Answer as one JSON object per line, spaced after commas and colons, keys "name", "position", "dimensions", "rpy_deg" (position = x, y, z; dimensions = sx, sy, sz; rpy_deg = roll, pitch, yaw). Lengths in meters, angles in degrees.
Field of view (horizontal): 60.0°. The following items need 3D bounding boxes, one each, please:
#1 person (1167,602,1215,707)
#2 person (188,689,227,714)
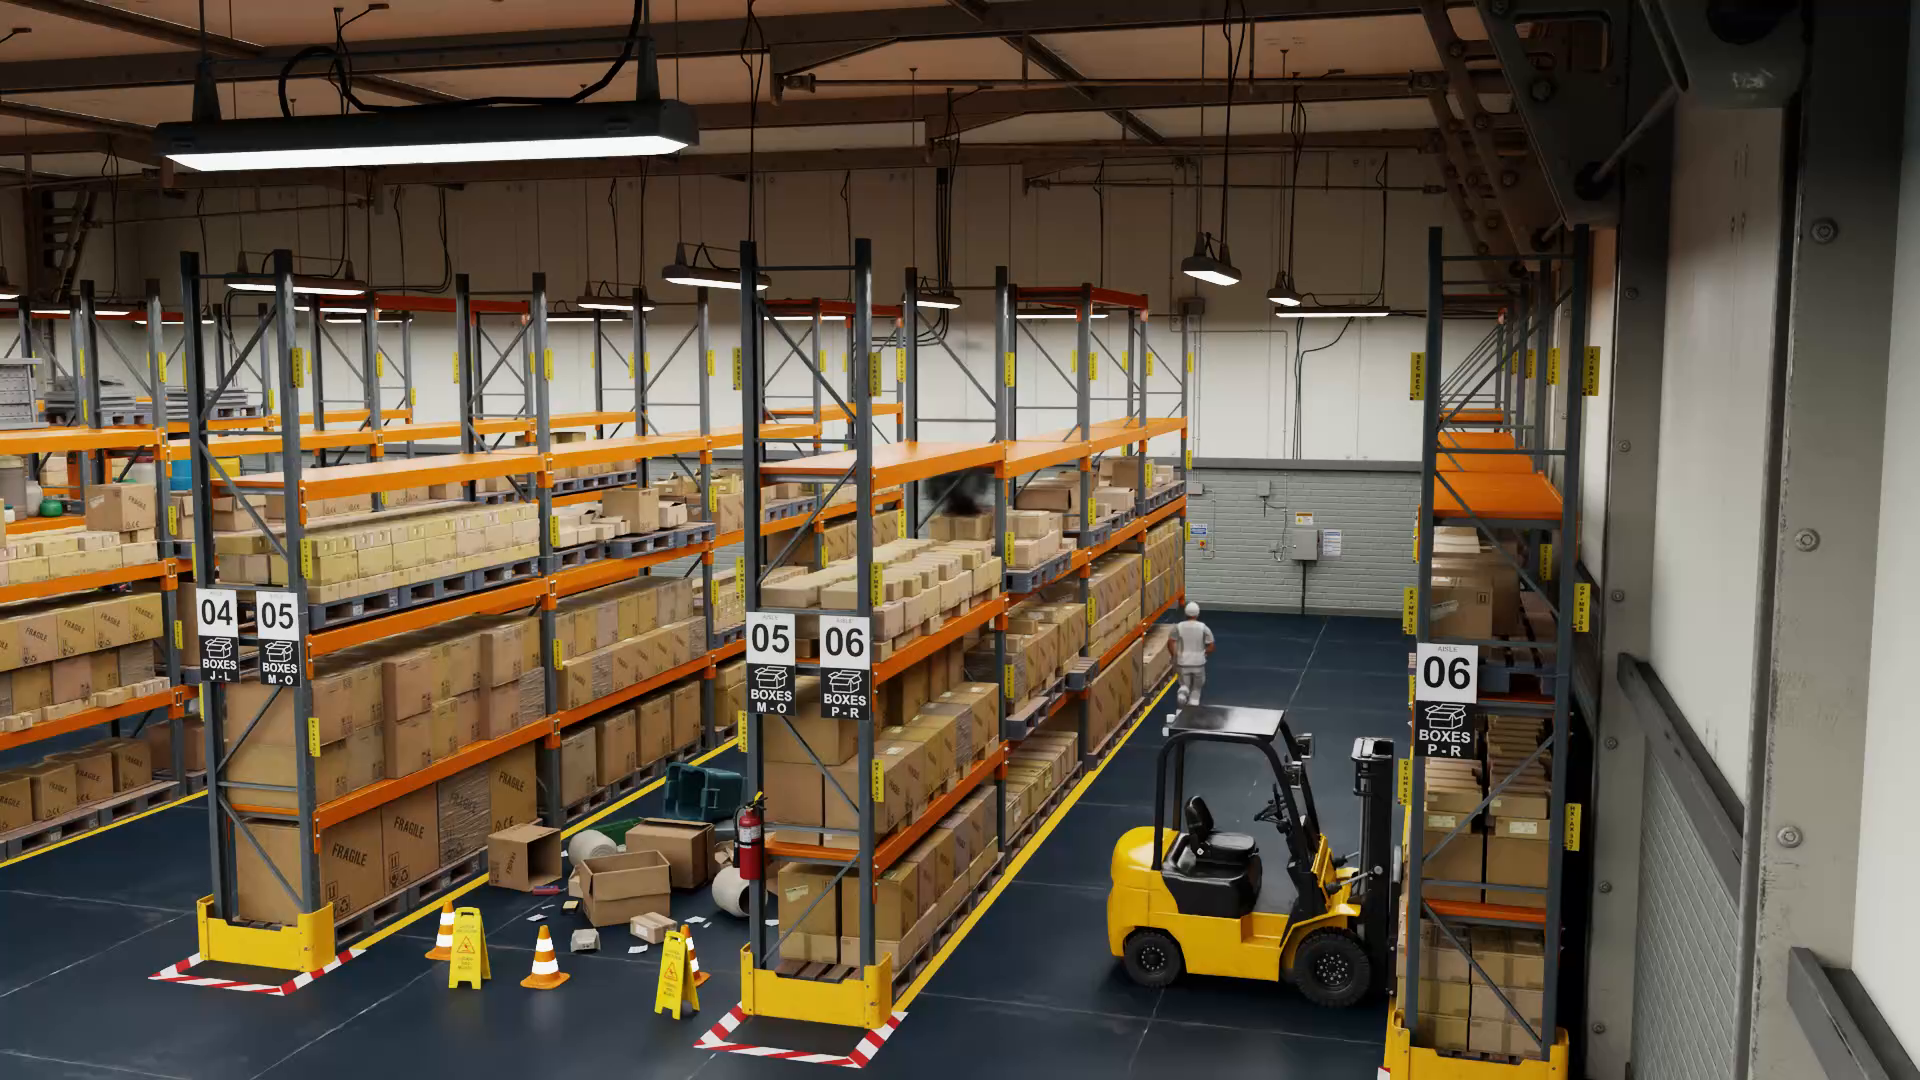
{"name": "person", "position": [3.216, 1.722, 23.132], "dimensions": [0.657, 1.741, 0.600], "rpy_deg": [1, 7, 13]}
{"name": "person", "position": [-10.675, 1.694, 23.597], "dimensions": [0.734, 1.721, 1.079], "rpy_deg": [2, 7, 14]}
